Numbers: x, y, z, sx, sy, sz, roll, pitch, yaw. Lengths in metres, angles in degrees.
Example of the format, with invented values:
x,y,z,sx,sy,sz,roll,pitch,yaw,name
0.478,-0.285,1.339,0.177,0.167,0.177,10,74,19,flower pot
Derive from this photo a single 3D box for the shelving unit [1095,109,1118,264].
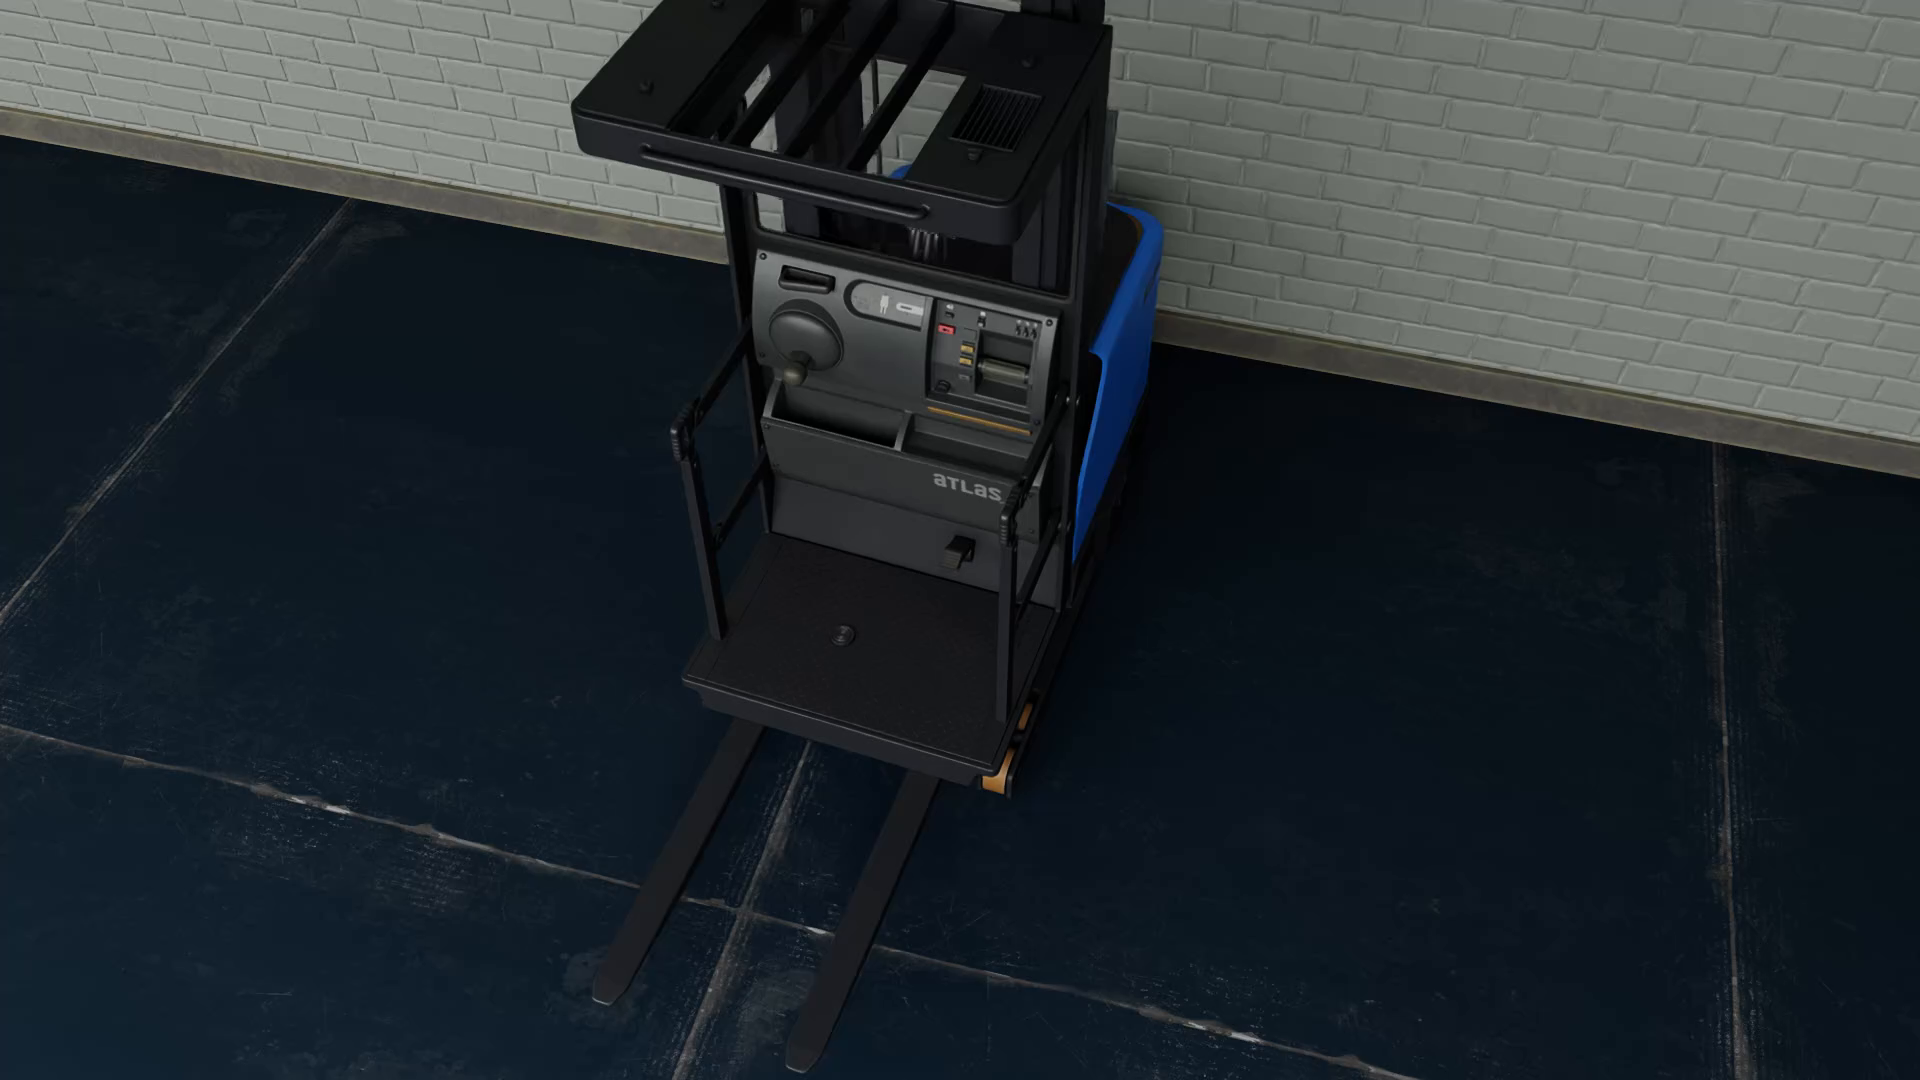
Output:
x,y,z,sx,sy,sz,roll,pitch,yaw,name
0.355,-1.110,6.204,0.538,1.500,1.048,12,38,10,shelving unit

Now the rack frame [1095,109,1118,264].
x,y,z,sx,sy,sz,roll,pitch,yaw,name
0.221,-0.820,5.809,0.500,1.500,0.032,12,38,10,rack frame

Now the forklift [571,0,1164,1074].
x,y,z,sx,sy,sz,roll,pitch,yaw,name
-0.240,-0.486,4.724,1.130,2.935,3.031,15,50,13,forklift
